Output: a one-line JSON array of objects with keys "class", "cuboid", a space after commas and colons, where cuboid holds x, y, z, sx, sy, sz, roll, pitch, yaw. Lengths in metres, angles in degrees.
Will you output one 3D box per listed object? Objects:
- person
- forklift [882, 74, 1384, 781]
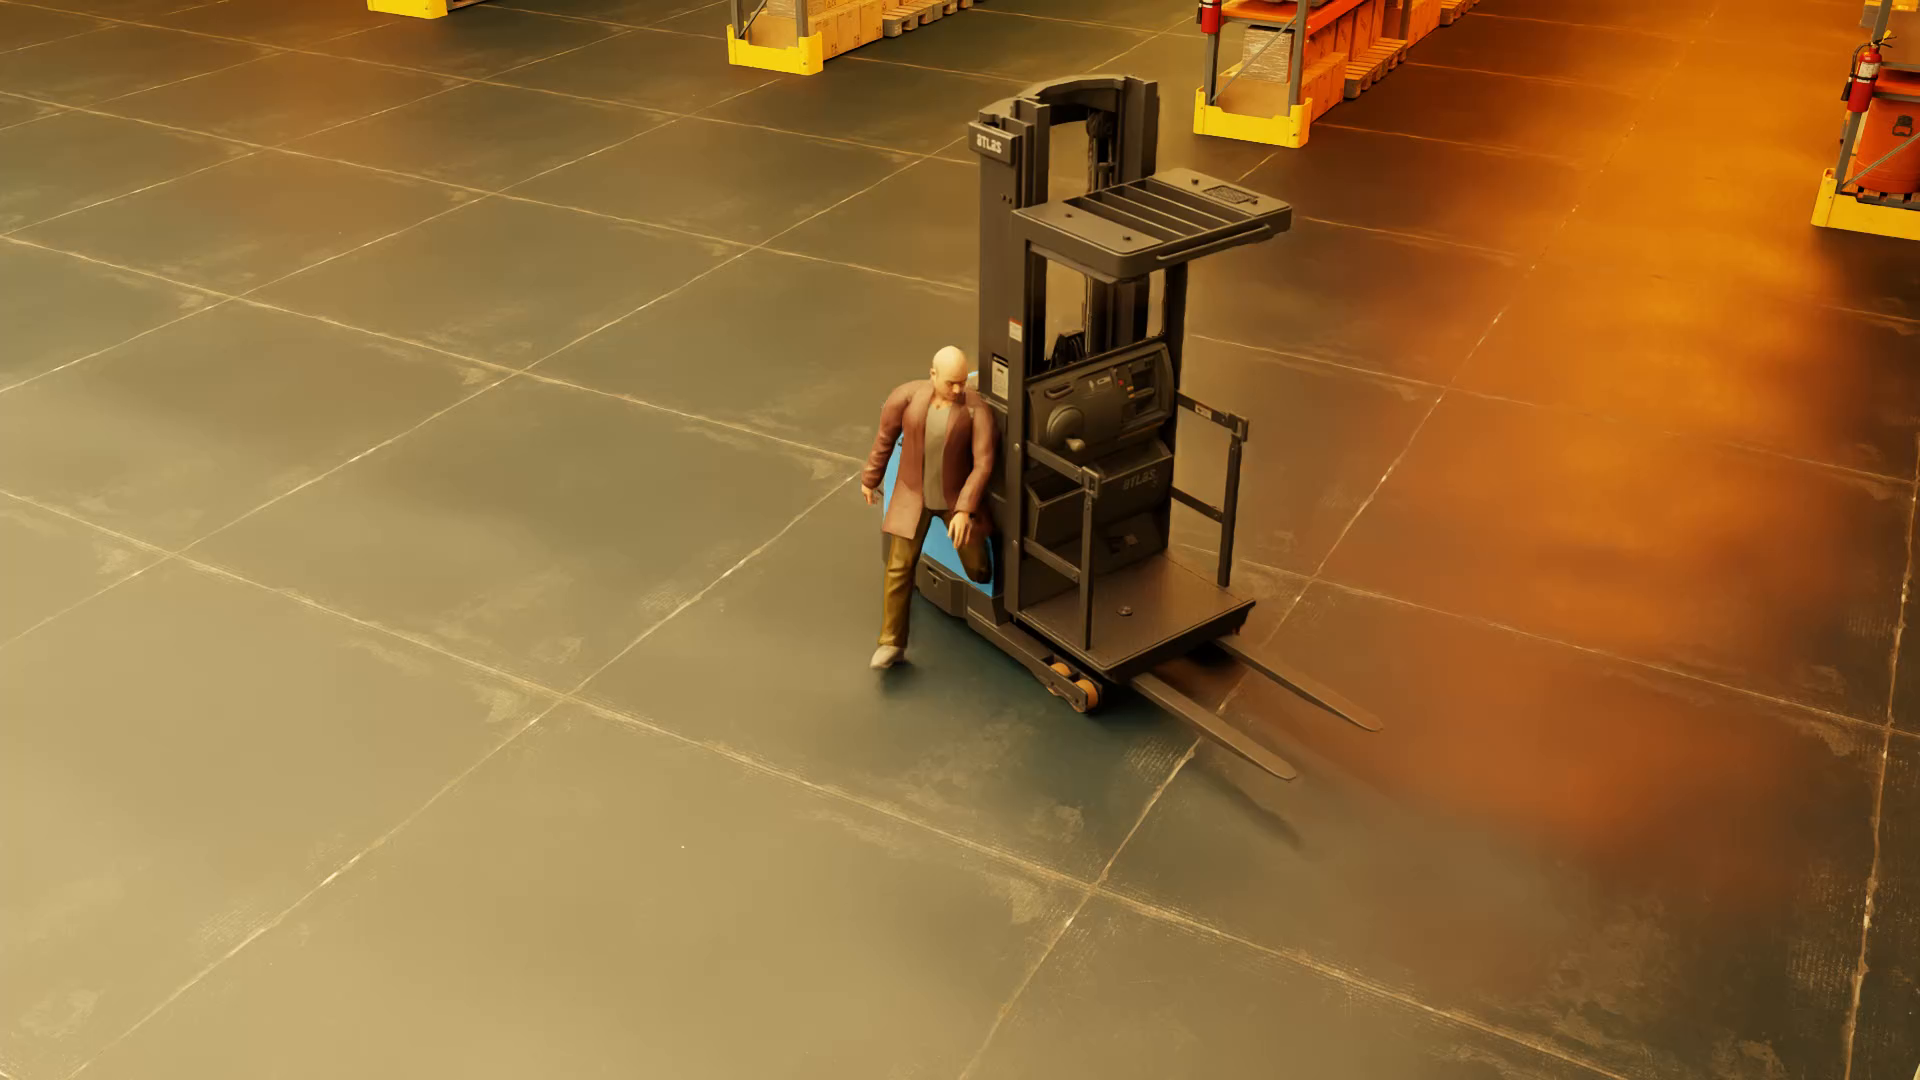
[{"class": "person", "cuboid": [-0.151, -0.180, 8.616, 0.799, 1.703, 0.991, 4, 30, 7]}, {"class": "forklift", "cuboid": [0.849, -0.671, 8.234, 1.130, 2.935, 3.031, -21, 36, -32]}]
